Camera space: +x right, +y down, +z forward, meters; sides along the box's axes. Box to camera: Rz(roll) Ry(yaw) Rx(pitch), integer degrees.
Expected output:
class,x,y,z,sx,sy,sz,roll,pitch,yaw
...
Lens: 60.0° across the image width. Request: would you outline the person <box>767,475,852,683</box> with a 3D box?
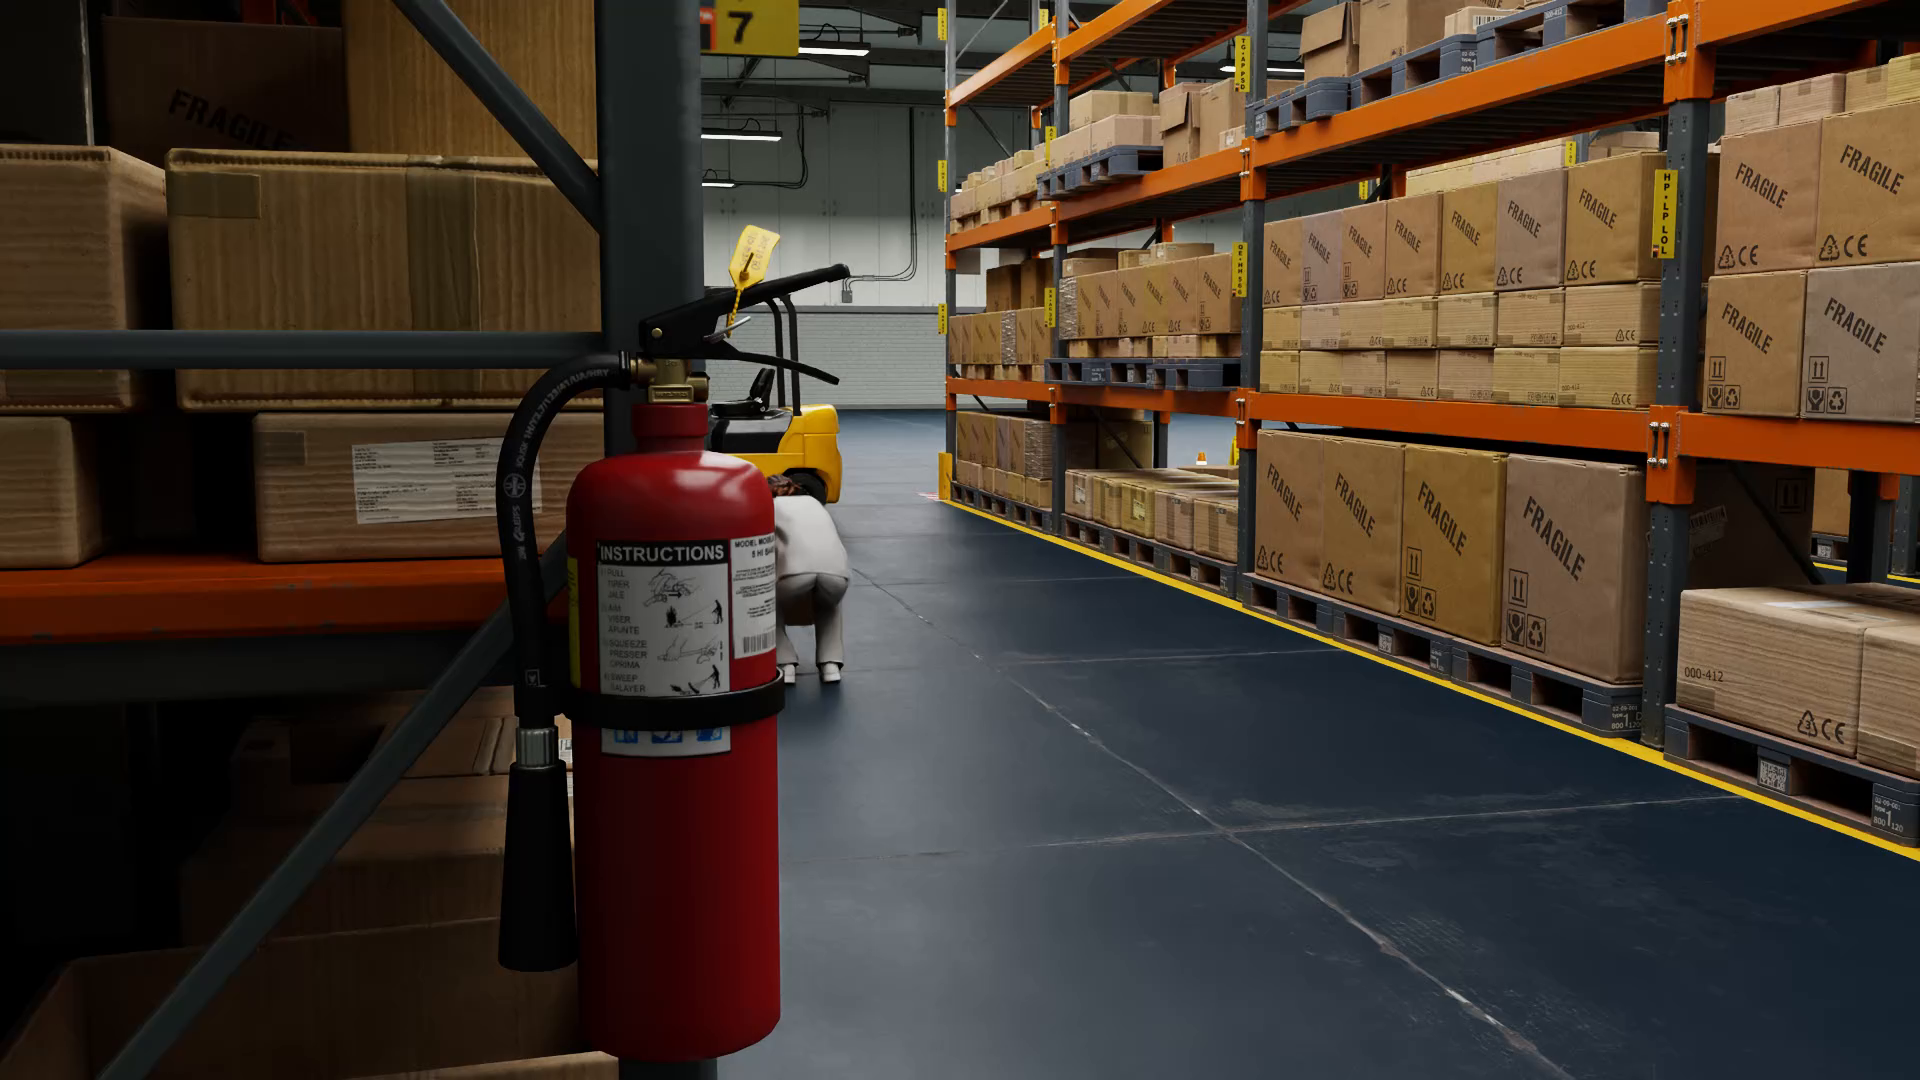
class,x,y,z,sx,sy,sz,roll,pitch,yaw
person,-0.776,0.178,7.932,0.460,0.940,0.827,-2,6,-17
